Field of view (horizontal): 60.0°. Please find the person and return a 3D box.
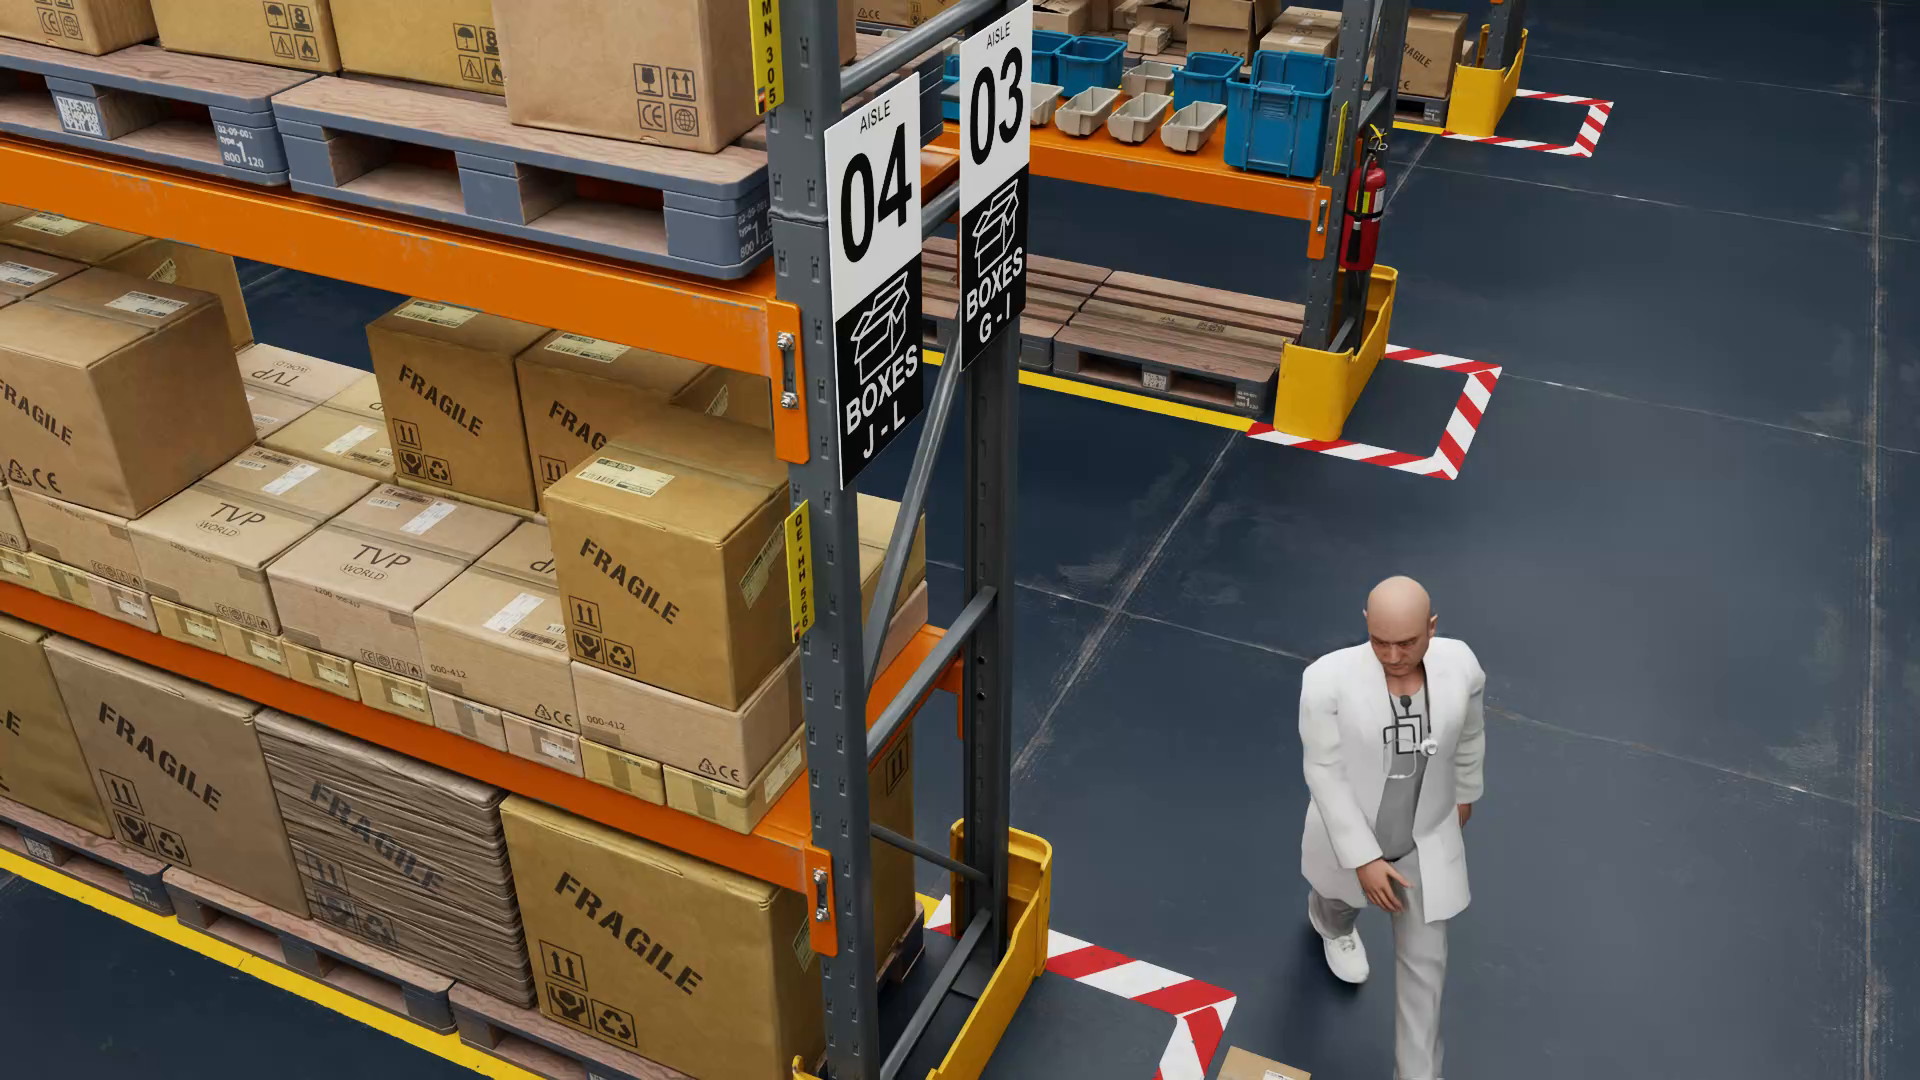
[{"bbox_3d":[1.262,0.868,4.836,0.618,1.711,1.109,0,33,0],"label":"person"}]
